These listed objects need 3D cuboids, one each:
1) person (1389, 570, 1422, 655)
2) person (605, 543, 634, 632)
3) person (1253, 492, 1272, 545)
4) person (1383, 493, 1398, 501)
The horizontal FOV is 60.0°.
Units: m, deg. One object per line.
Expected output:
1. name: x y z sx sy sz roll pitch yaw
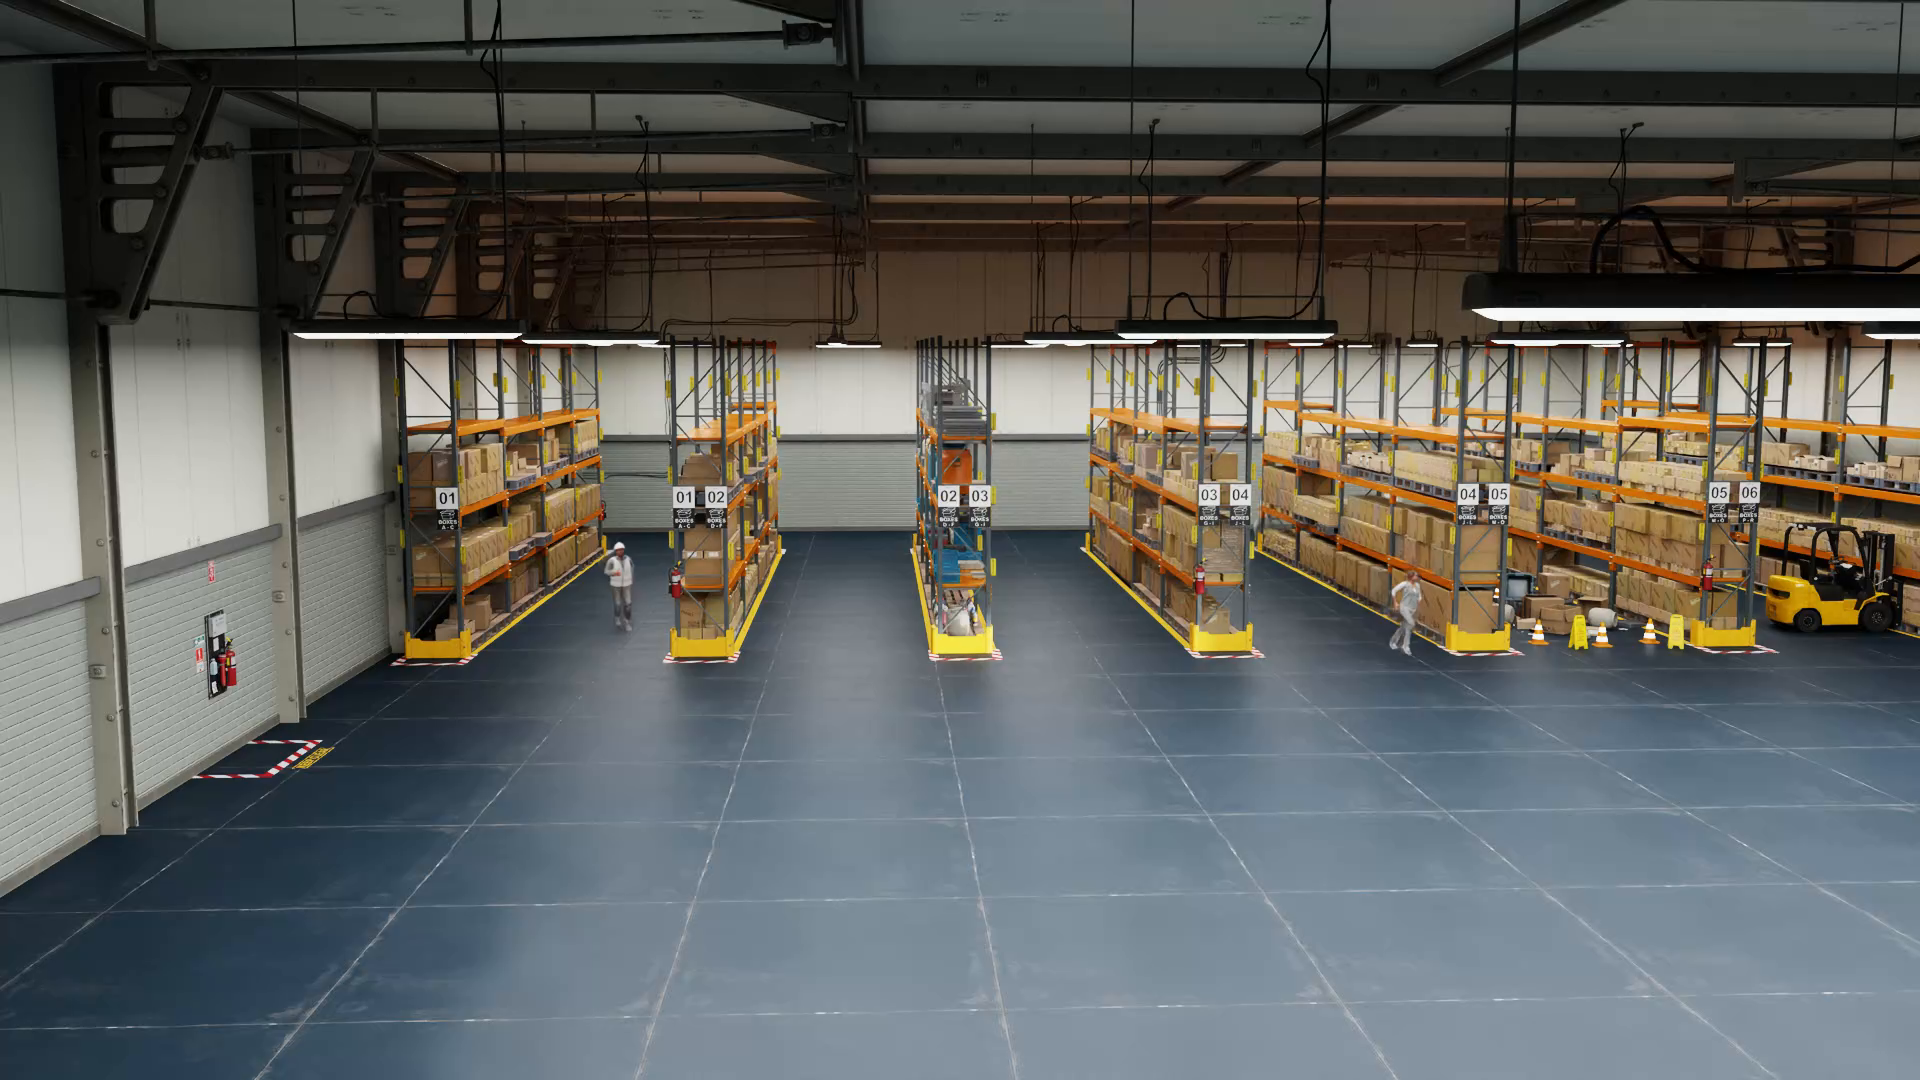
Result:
1. person: 8.524 1.349 31.666 0.548 1.578 0.683 -3 7 -28
2. person: -6.991 0.954 34.215 0.644 1.824 0.805 -2 7 -20
3. person: 9.050 -0.643 49.057 0.735 1.723 0.594 -2 7 -18
4. person: 13.112 -0.912 50.849 0.671 1.747 0.699 -2 7 -18
